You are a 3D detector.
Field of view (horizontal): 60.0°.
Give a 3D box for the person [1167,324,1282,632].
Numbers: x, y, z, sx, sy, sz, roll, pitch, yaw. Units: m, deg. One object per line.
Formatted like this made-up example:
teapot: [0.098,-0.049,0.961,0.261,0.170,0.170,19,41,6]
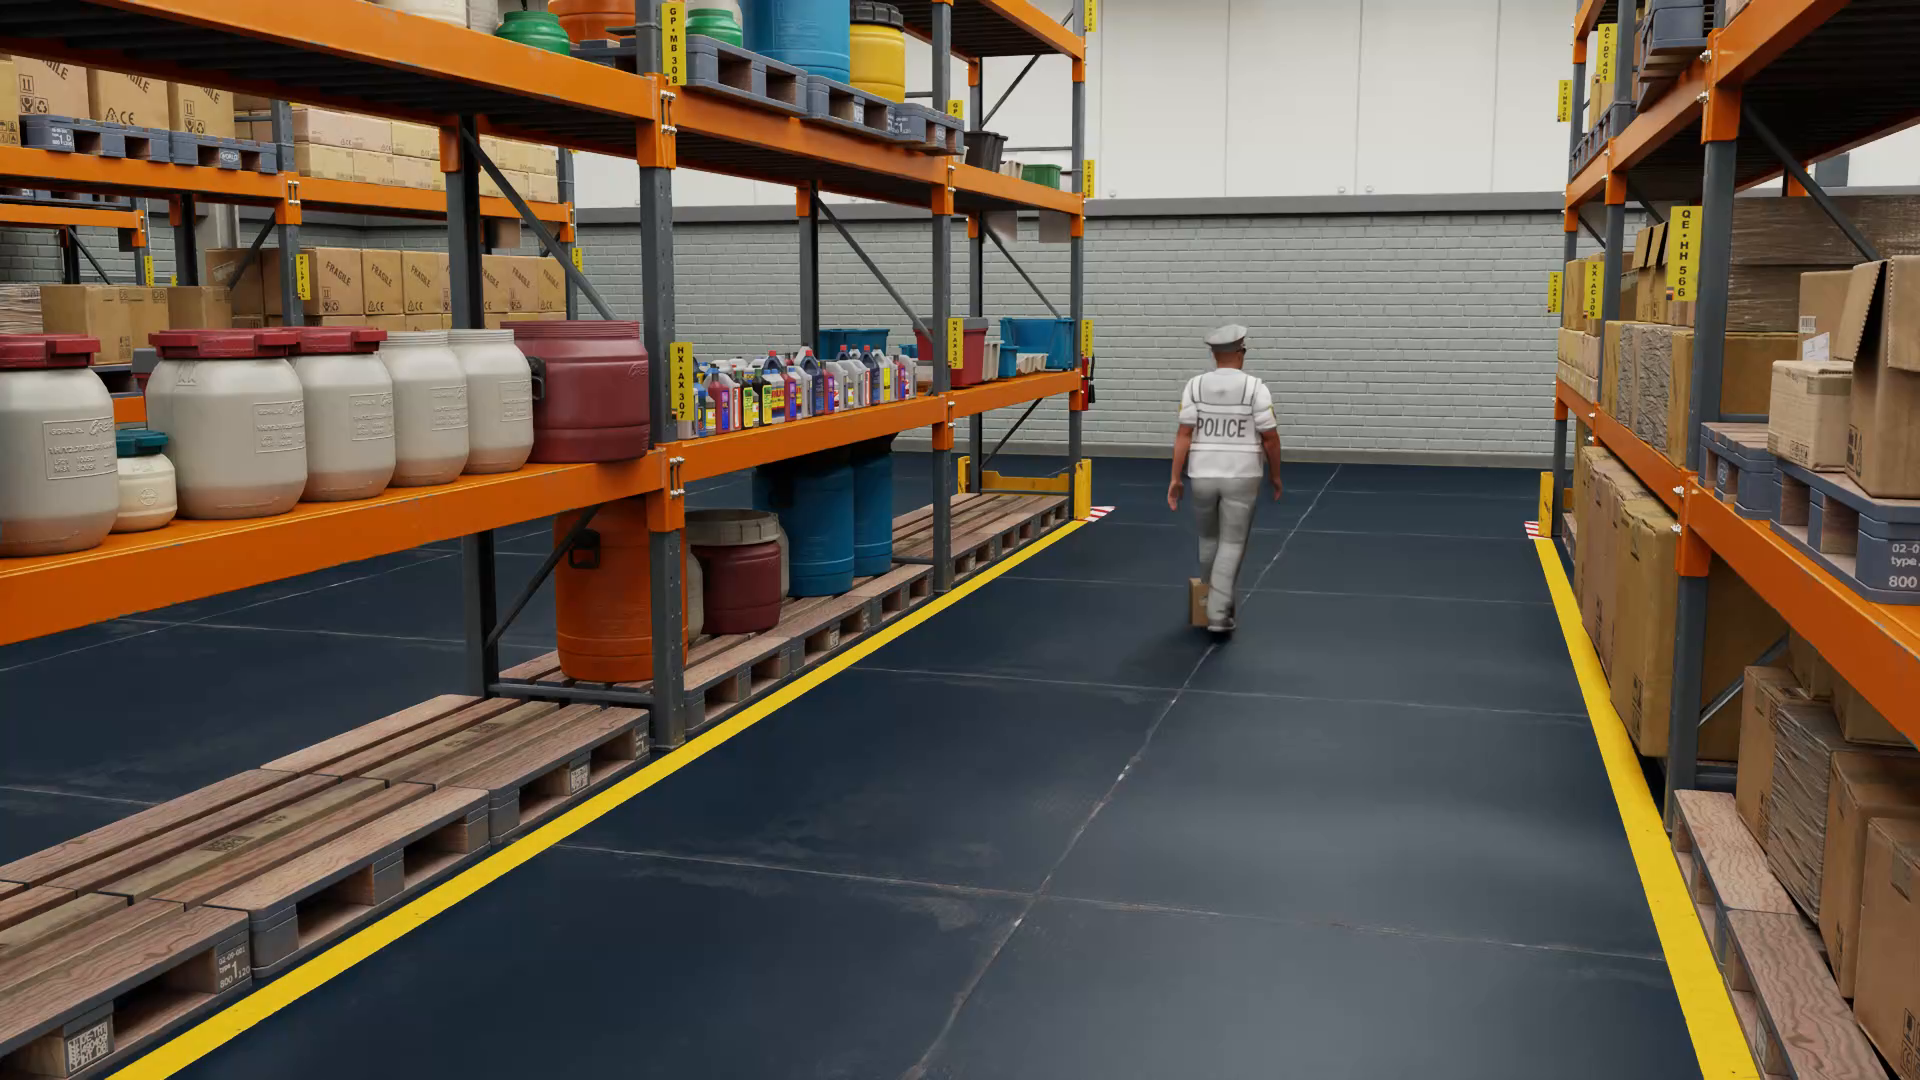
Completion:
person: [1.558,-0.342,9.645,0.595,1.798,0.791,4,9,27]
